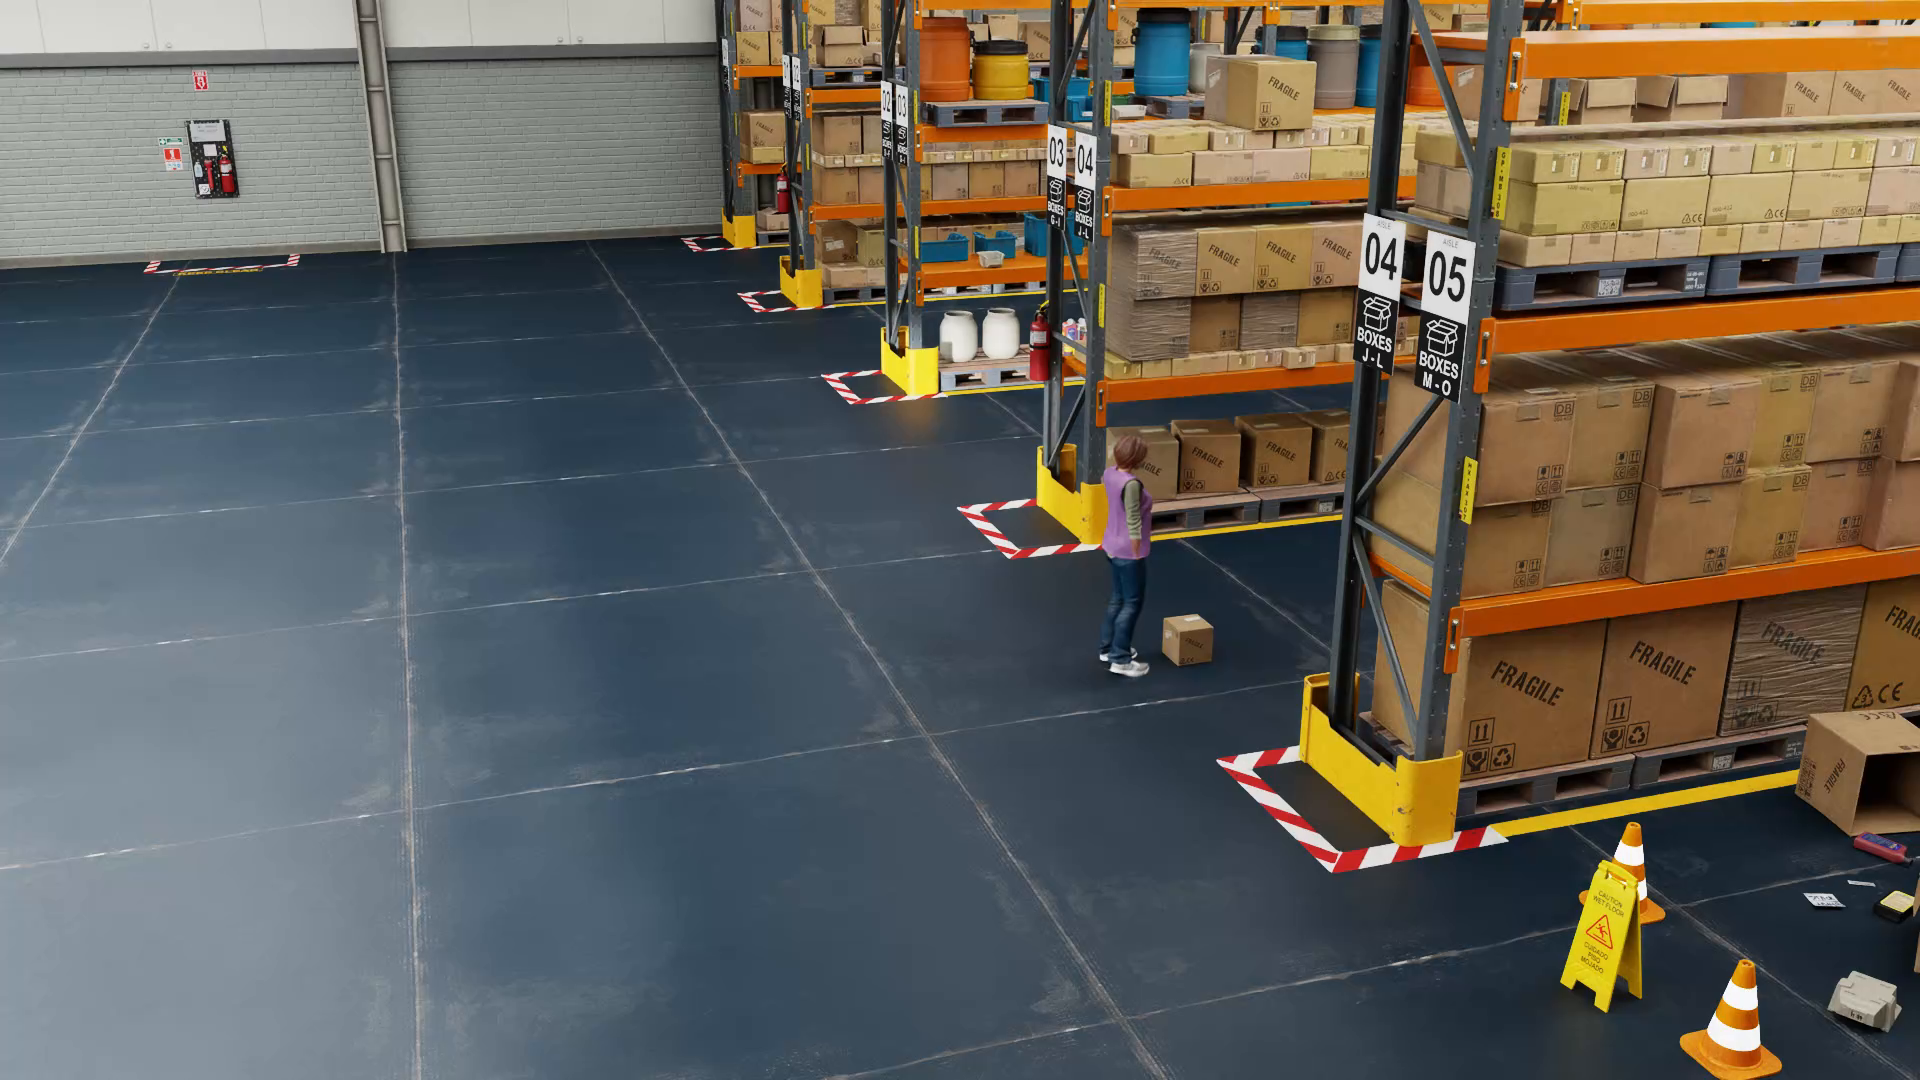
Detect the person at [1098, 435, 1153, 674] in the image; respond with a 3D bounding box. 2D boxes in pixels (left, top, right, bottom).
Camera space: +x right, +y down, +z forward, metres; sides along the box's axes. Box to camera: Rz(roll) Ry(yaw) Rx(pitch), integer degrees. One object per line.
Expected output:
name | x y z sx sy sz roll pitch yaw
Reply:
person | 1.079 0.083 10.869 0.299 1.600 0.407 -6 20 -16
